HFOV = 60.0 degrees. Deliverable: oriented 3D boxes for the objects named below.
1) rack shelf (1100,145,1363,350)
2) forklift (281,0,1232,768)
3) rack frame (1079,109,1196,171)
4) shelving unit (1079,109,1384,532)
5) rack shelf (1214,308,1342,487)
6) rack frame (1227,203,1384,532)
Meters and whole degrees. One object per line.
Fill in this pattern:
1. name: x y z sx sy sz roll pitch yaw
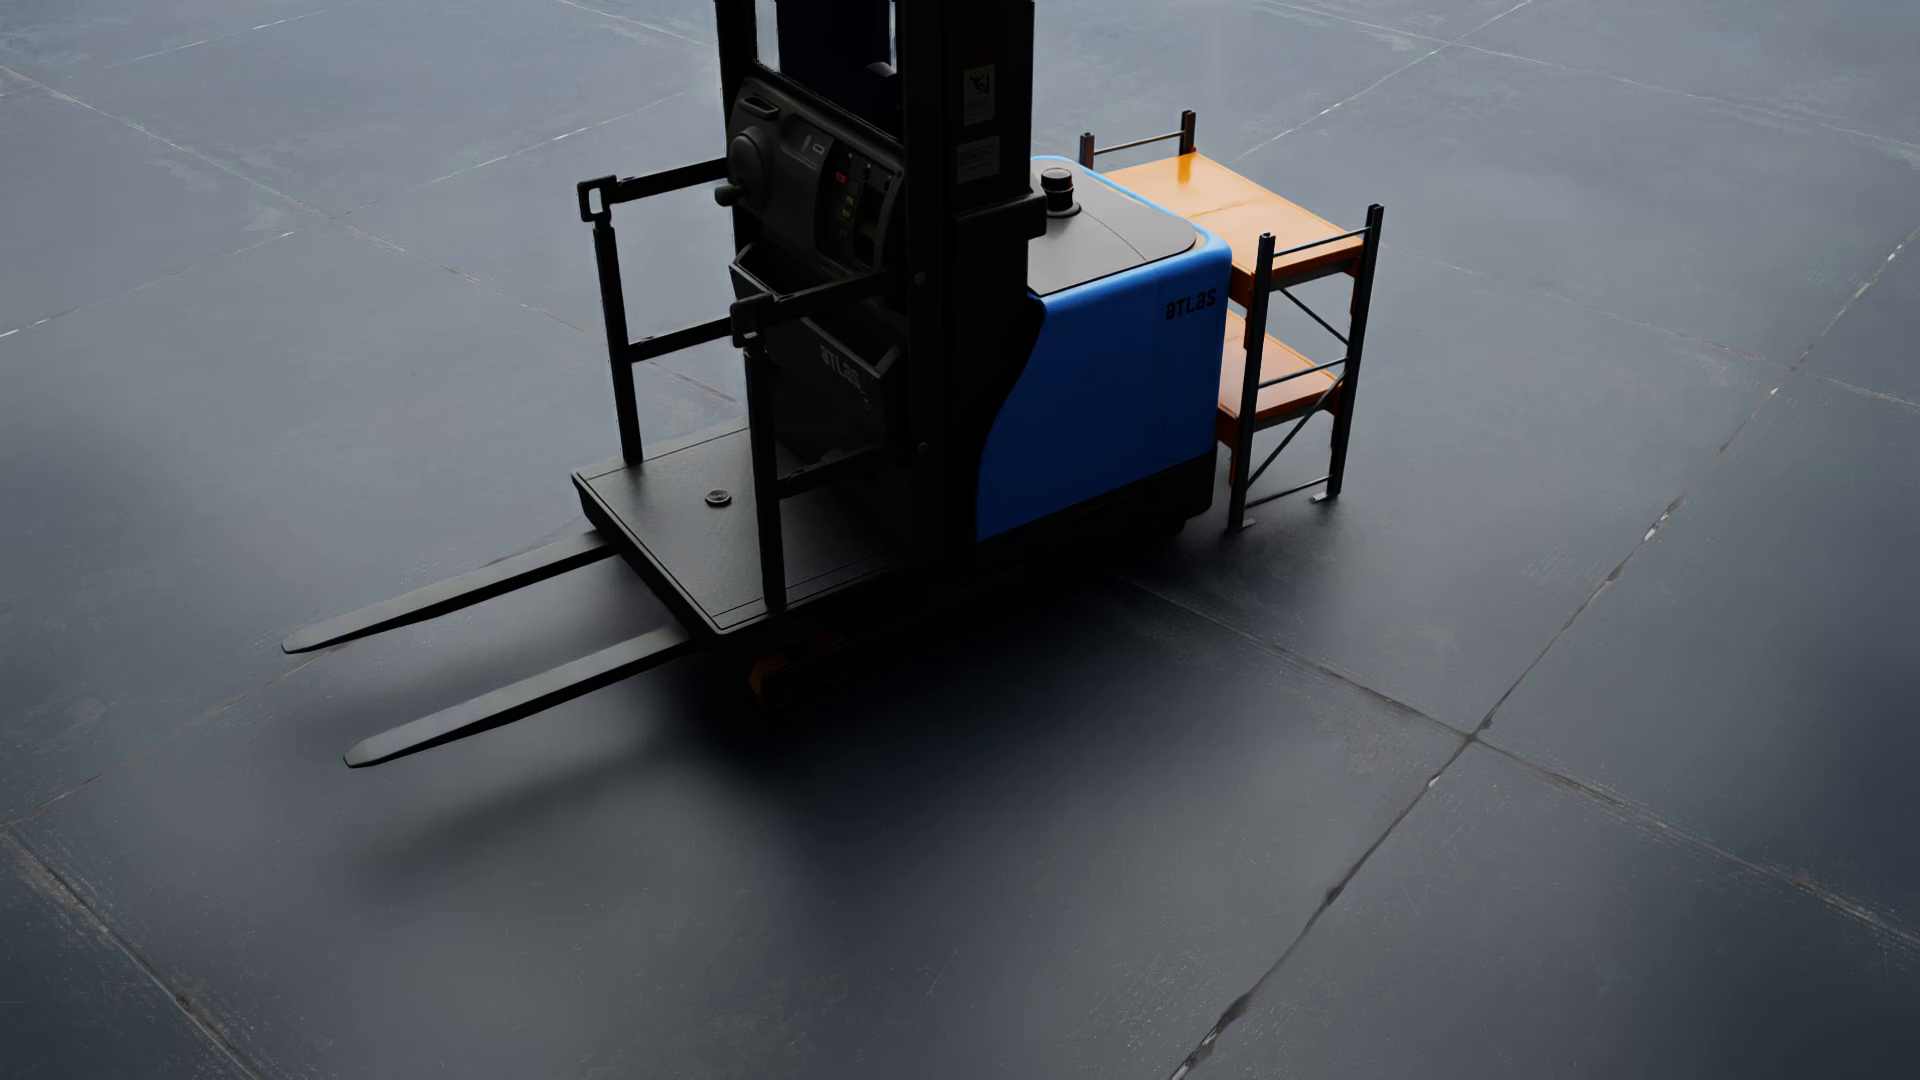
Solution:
1. rack shelf: 0.915 -1.059 5.886 0.538 0.278 1.000 -18 39 -25
2. forklift: -0.608 -1.039 4.778 3.031 2.935 1.130 -21 40 -28
3. rack frame: 0.656 -1.066 6.413 0.500 1.125 0.032 -18 39 -25
4. shelving unit: 0.915 -0.818 6.052 0.538 1.125 1.048 -18 39 -25
5. rack shelf: 0.915 -0.616 6.190 0.538 0.278 1.000 -18 39 -25
6. rack frame: 1.173 -0.570 5.691 0.500 1.125 0.032 -18 39 -25
